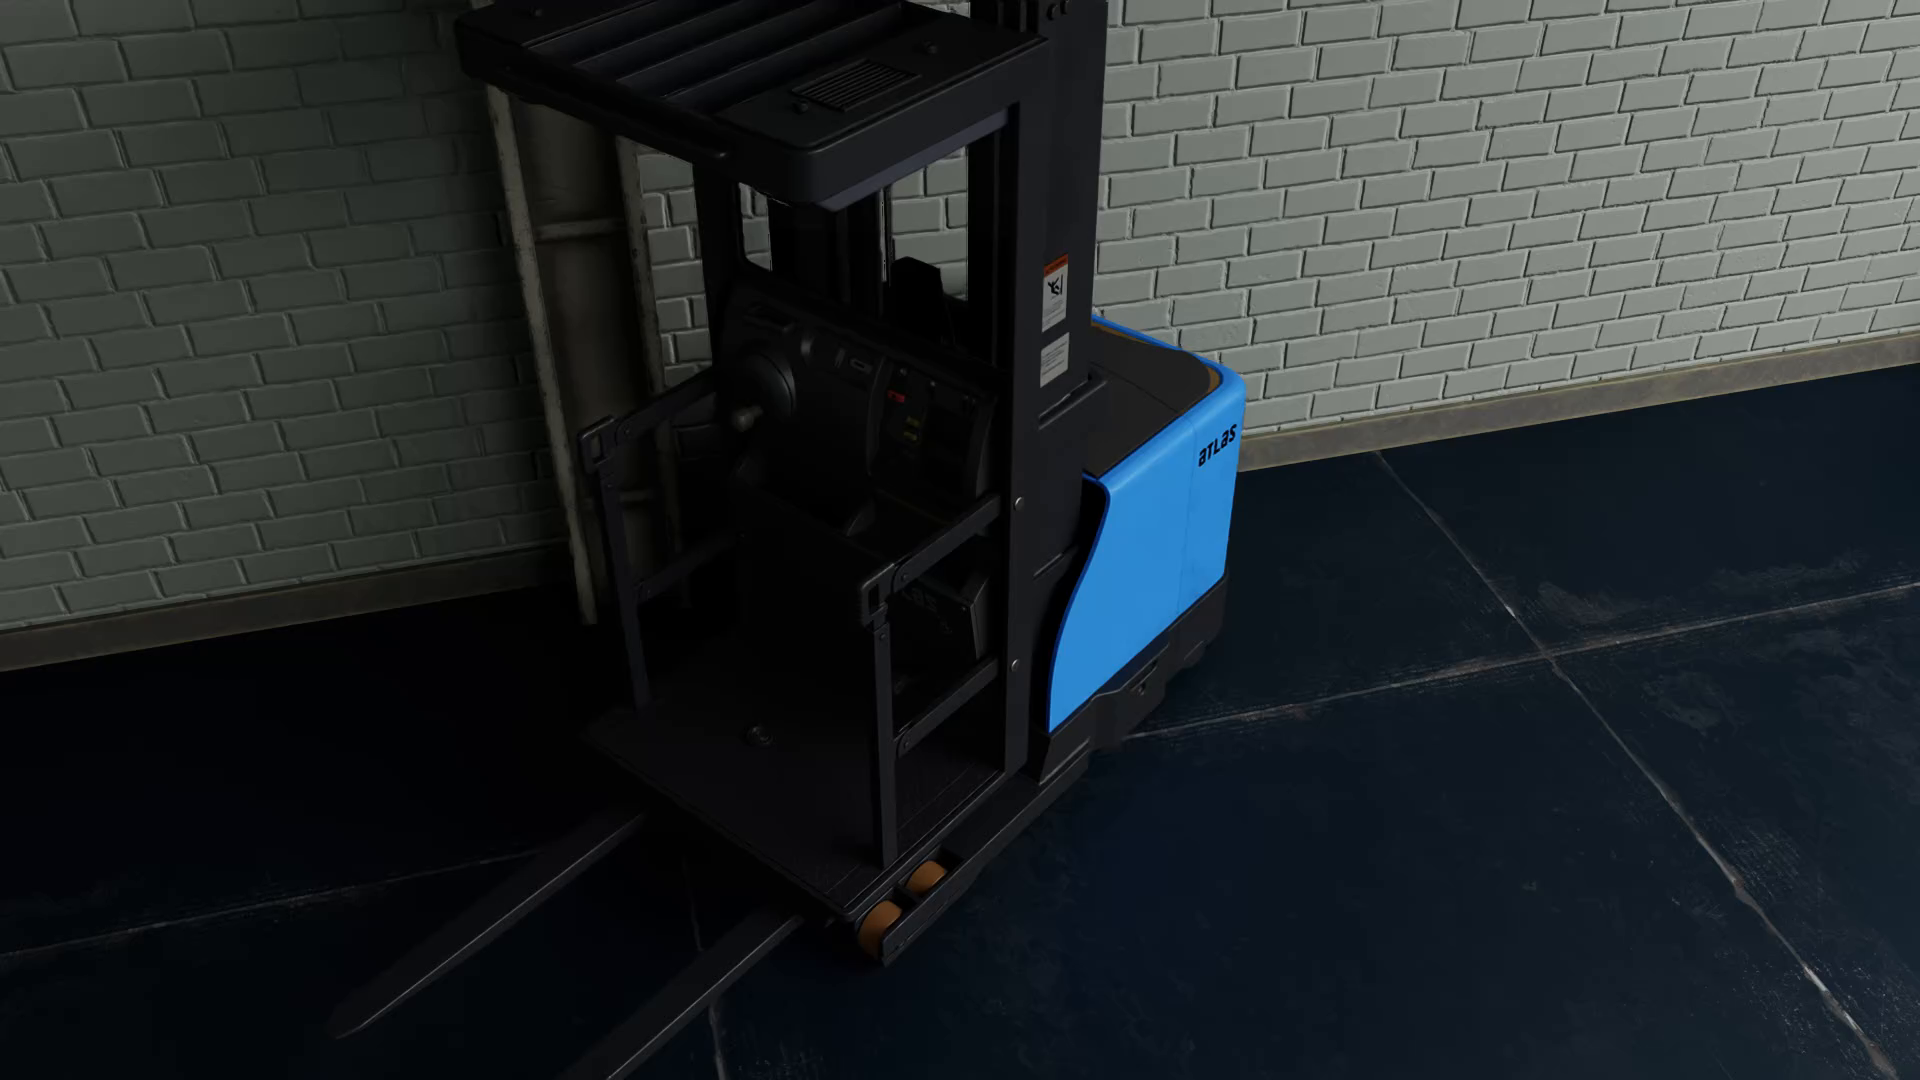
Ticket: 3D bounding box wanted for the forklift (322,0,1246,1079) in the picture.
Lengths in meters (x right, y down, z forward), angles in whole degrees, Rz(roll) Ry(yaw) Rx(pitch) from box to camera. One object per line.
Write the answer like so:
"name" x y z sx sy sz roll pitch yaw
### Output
"forklift" -0.416 -0.322 4.259 1.130 2.935 3.031 27 45 30
